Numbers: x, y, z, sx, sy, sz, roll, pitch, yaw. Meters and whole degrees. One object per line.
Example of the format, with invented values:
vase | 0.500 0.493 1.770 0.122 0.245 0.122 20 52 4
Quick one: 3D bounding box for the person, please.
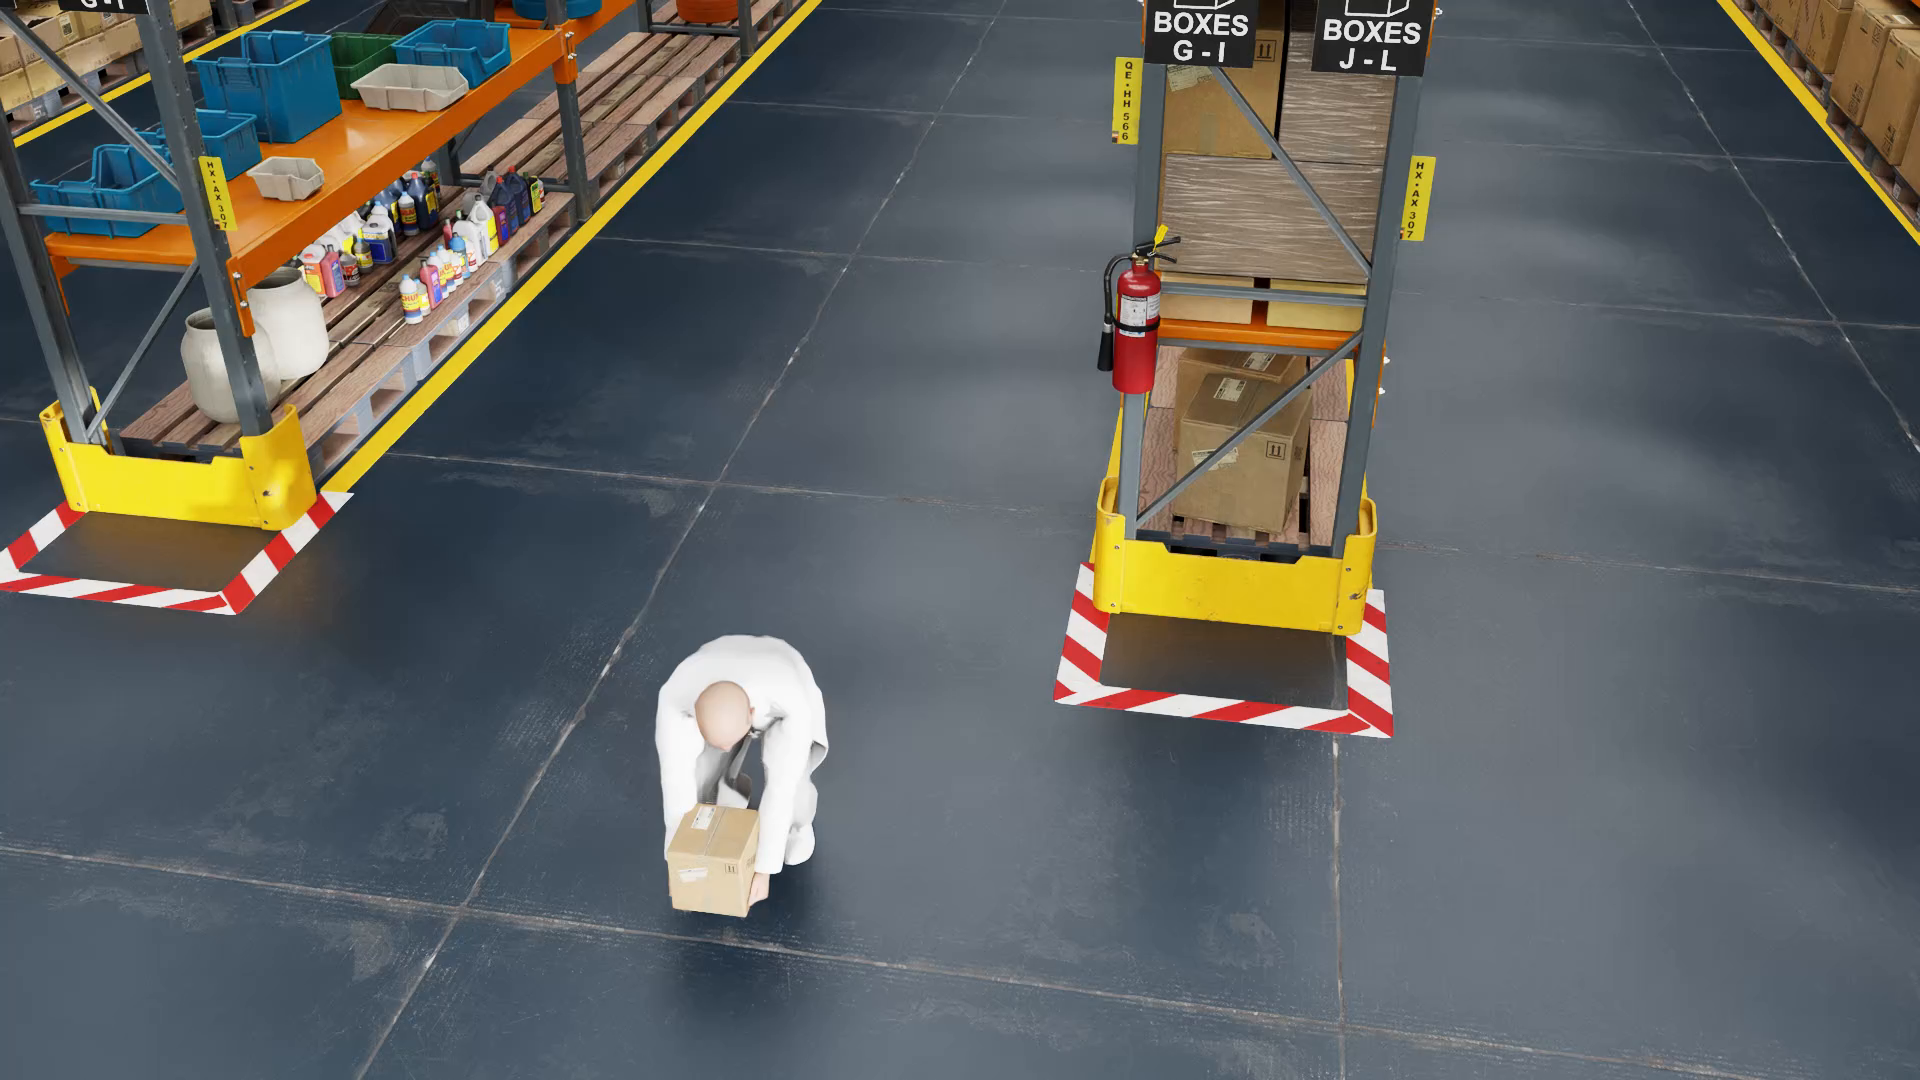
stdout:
person | -0.760 0.734 5.730 0.569 0.983 0.932 4 32 7
